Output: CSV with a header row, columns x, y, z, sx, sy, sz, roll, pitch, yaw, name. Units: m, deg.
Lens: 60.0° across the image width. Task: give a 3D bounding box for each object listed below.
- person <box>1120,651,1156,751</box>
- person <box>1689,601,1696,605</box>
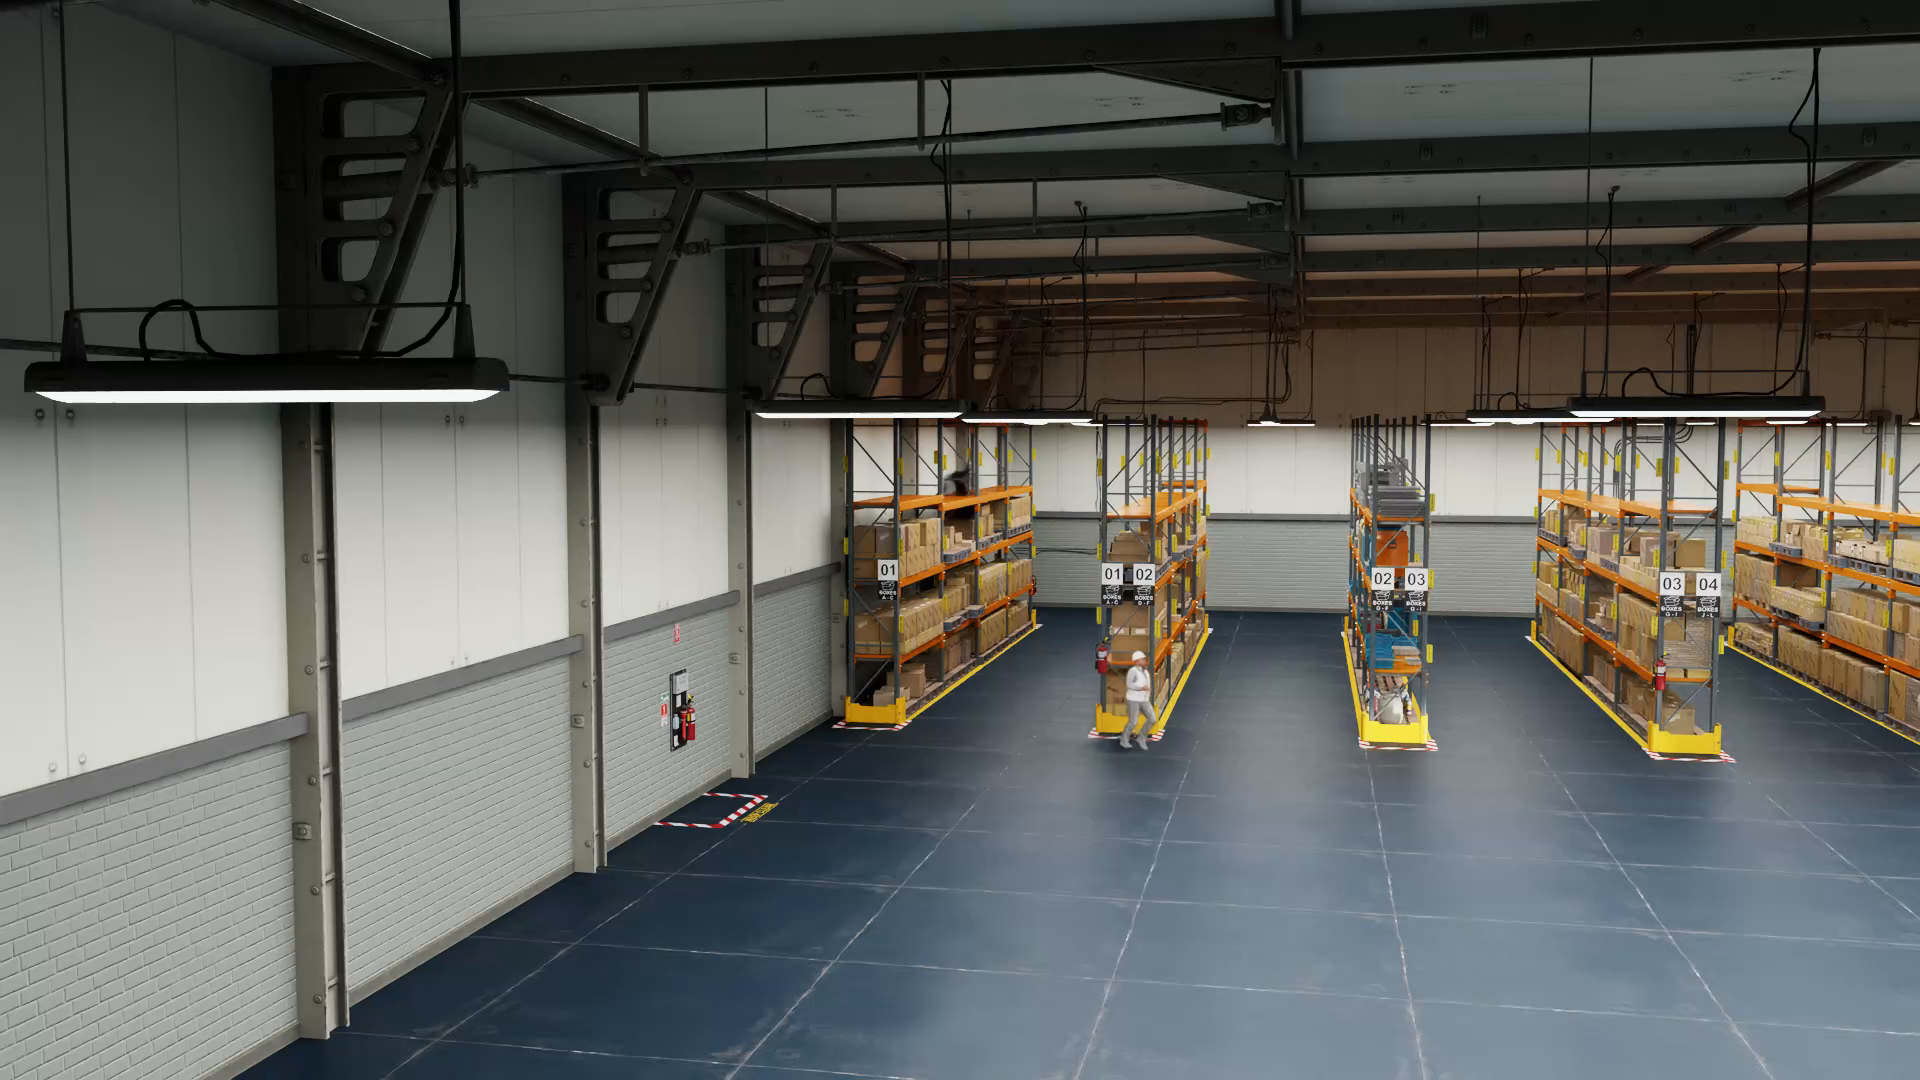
x,y,z,sx,sy,sz,roll,pitch,yaw,name
3.207,2.868,29.660,0.630,1.780,0.709,-4,5,-43,person
19.863,1.939,45.034,0.596,1.581,0.722,-2,4,-25,person
